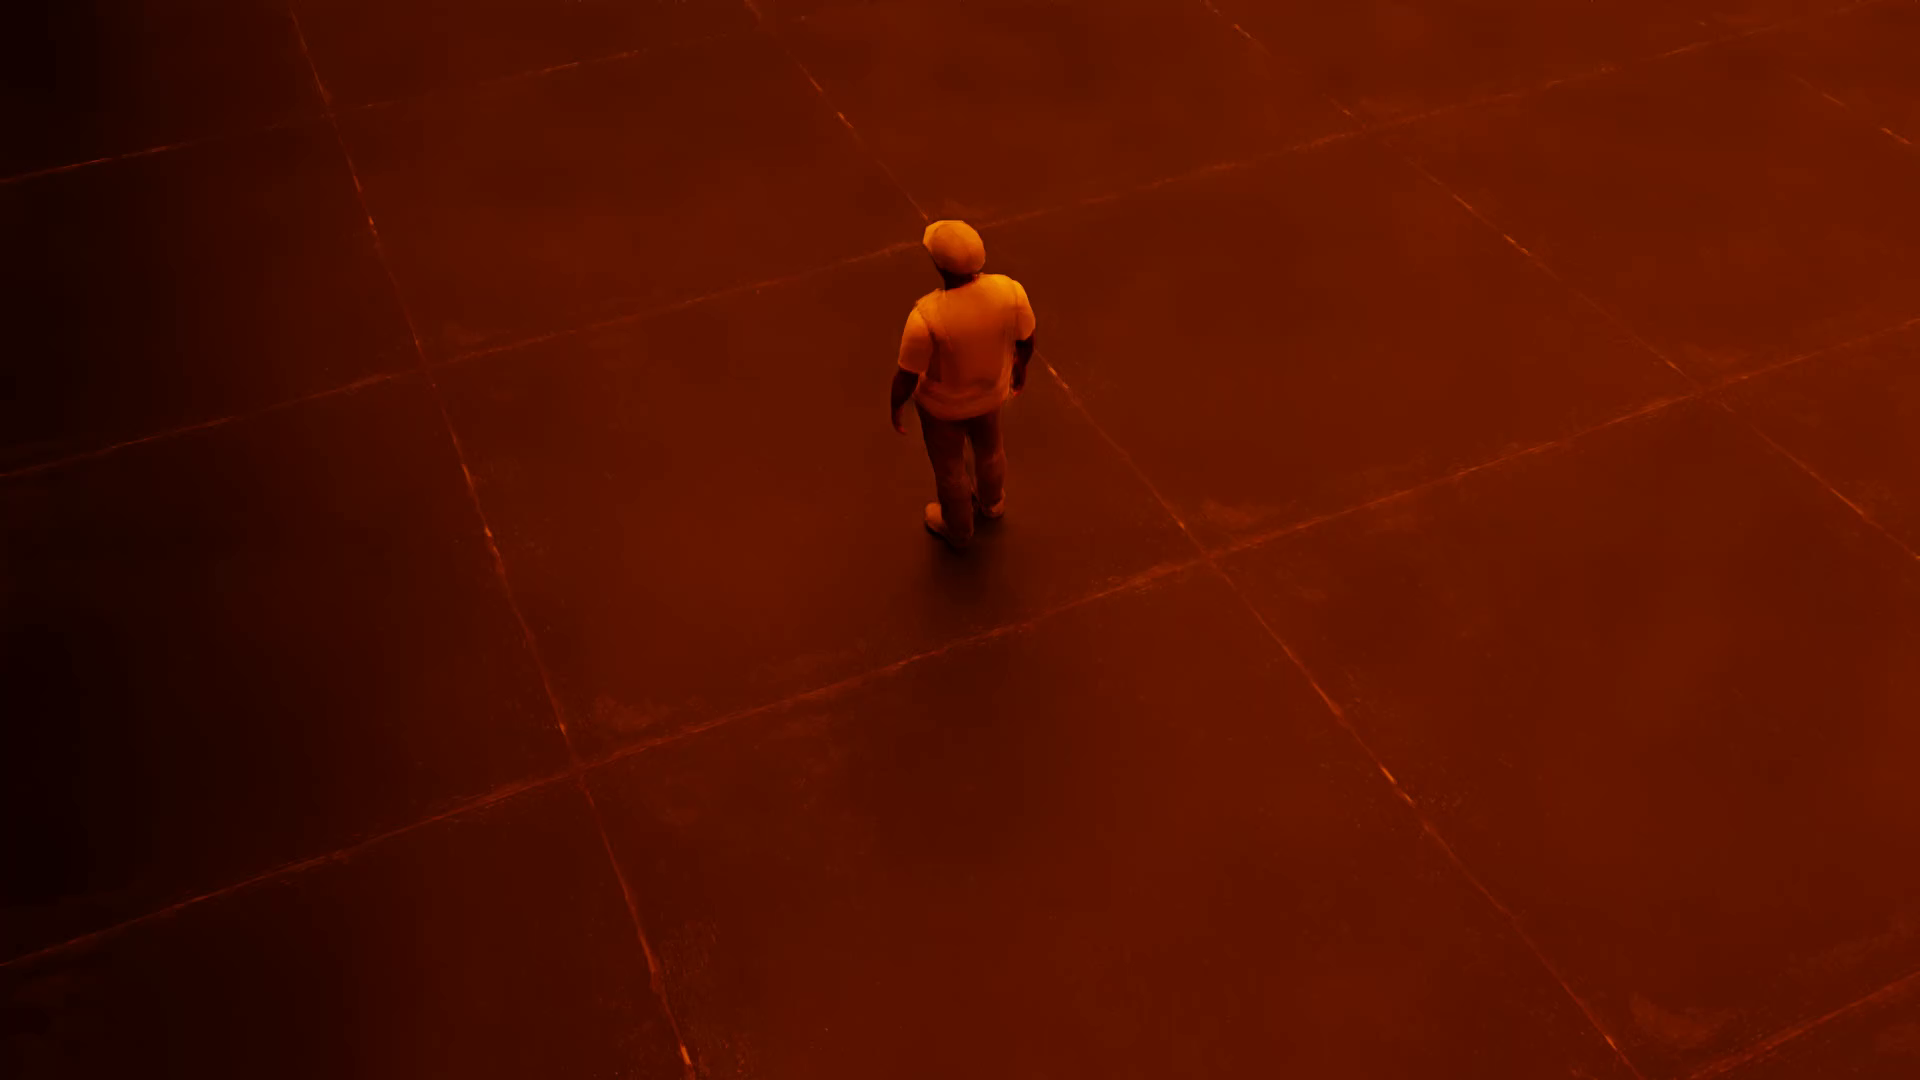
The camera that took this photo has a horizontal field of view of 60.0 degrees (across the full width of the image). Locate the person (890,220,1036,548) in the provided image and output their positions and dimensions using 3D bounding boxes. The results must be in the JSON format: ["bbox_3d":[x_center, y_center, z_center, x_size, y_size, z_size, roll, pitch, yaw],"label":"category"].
[{"bbox_3d":[-0.024,-0.695,7.269,0.665,1.766,0.576,-18,46,-18],"label":"person"}]
